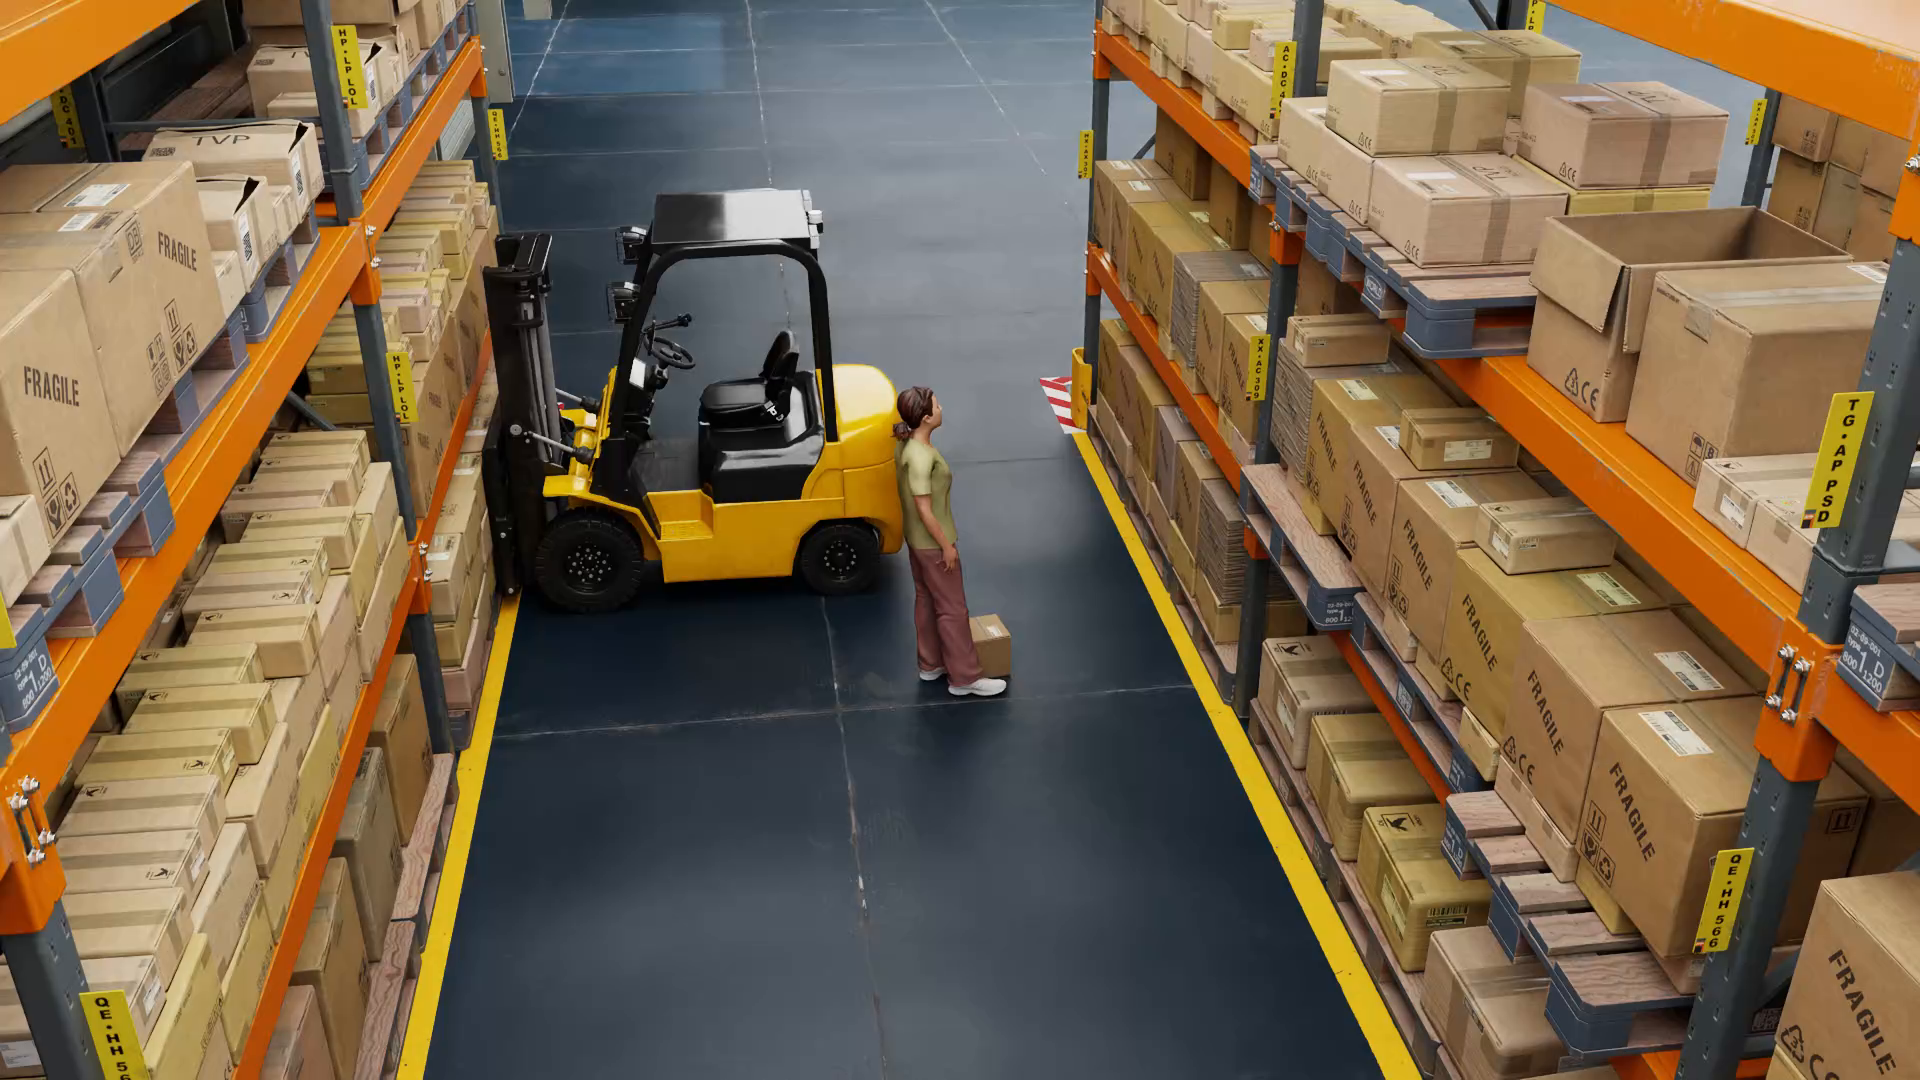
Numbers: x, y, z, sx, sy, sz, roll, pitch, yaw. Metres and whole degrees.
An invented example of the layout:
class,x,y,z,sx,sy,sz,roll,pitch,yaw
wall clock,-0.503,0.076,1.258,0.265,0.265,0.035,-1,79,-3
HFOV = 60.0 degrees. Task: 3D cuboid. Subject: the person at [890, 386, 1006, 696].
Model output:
class,x,y,z,sx,sy,sz,roll,pitch,yaw
person,-0.081,-0.012,8.622,0.549,1.675,0.553,-7,28,-14
